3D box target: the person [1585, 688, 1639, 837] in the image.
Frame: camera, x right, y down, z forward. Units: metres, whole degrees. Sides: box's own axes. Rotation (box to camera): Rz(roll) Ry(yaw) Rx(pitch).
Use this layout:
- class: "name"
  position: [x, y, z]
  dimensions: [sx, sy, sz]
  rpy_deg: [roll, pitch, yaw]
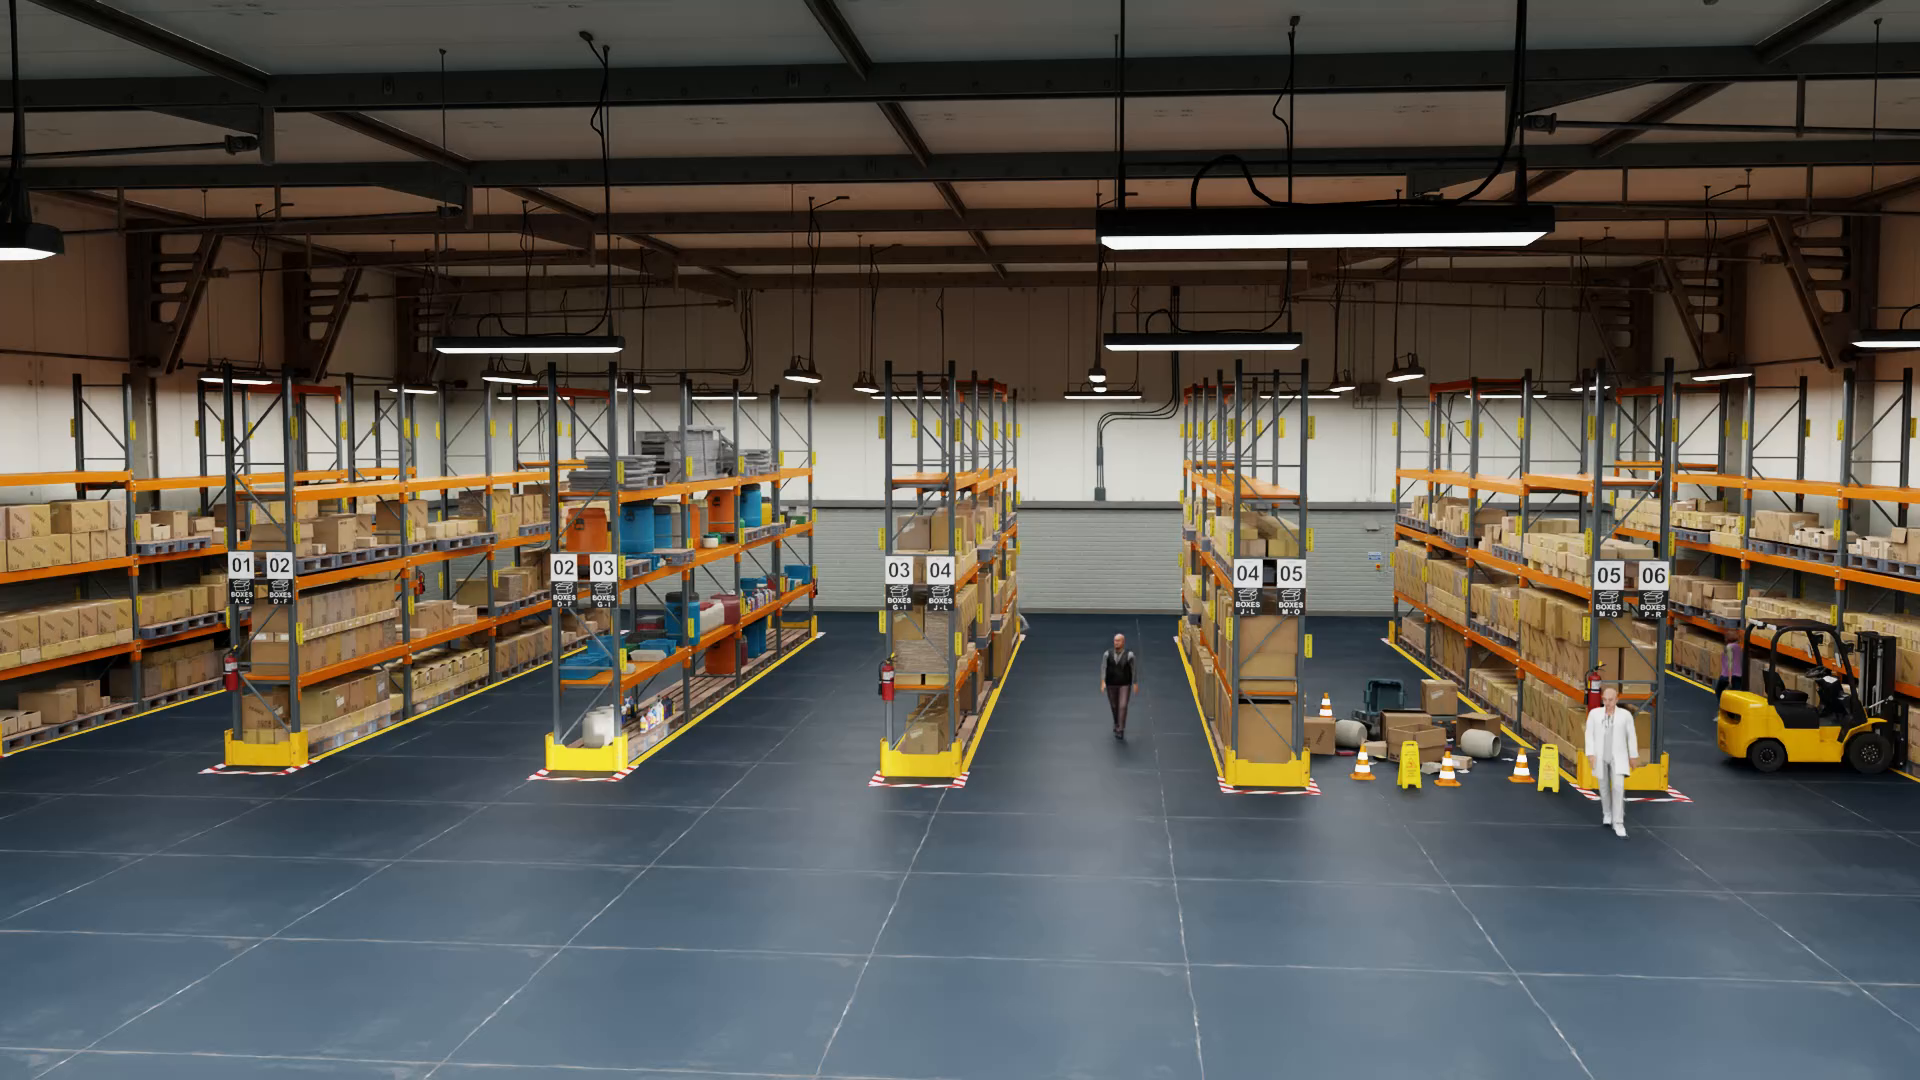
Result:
- class: "person"
  position: [8.131, 2.736, 20.820]
  dimensions: [0.621, 1.744, 0.940]
  rpy_deg: [2, 4, 32]

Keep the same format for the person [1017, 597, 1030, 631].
- class: "person"
  position: [1.267, 1.478, 41.051]
  dimensions: [0.931, 1.645, 0.509]
  rpy_deg: [0, 4, 0]

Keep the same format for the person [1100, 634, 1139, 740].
- class: "person"
  position: [2.568, 2.364, 27.101]
  dimensions: [0.580, 1.654, 1.069]
  rpy_deg: [1, 4, 21]

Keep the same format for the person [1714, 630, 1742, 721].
- class: "person"
  position: [13.197, 2.385, 28.361]
  dimensions: [0.413, 1.474, 0.528]
  rpy_deg: [-1, 4, -13]
